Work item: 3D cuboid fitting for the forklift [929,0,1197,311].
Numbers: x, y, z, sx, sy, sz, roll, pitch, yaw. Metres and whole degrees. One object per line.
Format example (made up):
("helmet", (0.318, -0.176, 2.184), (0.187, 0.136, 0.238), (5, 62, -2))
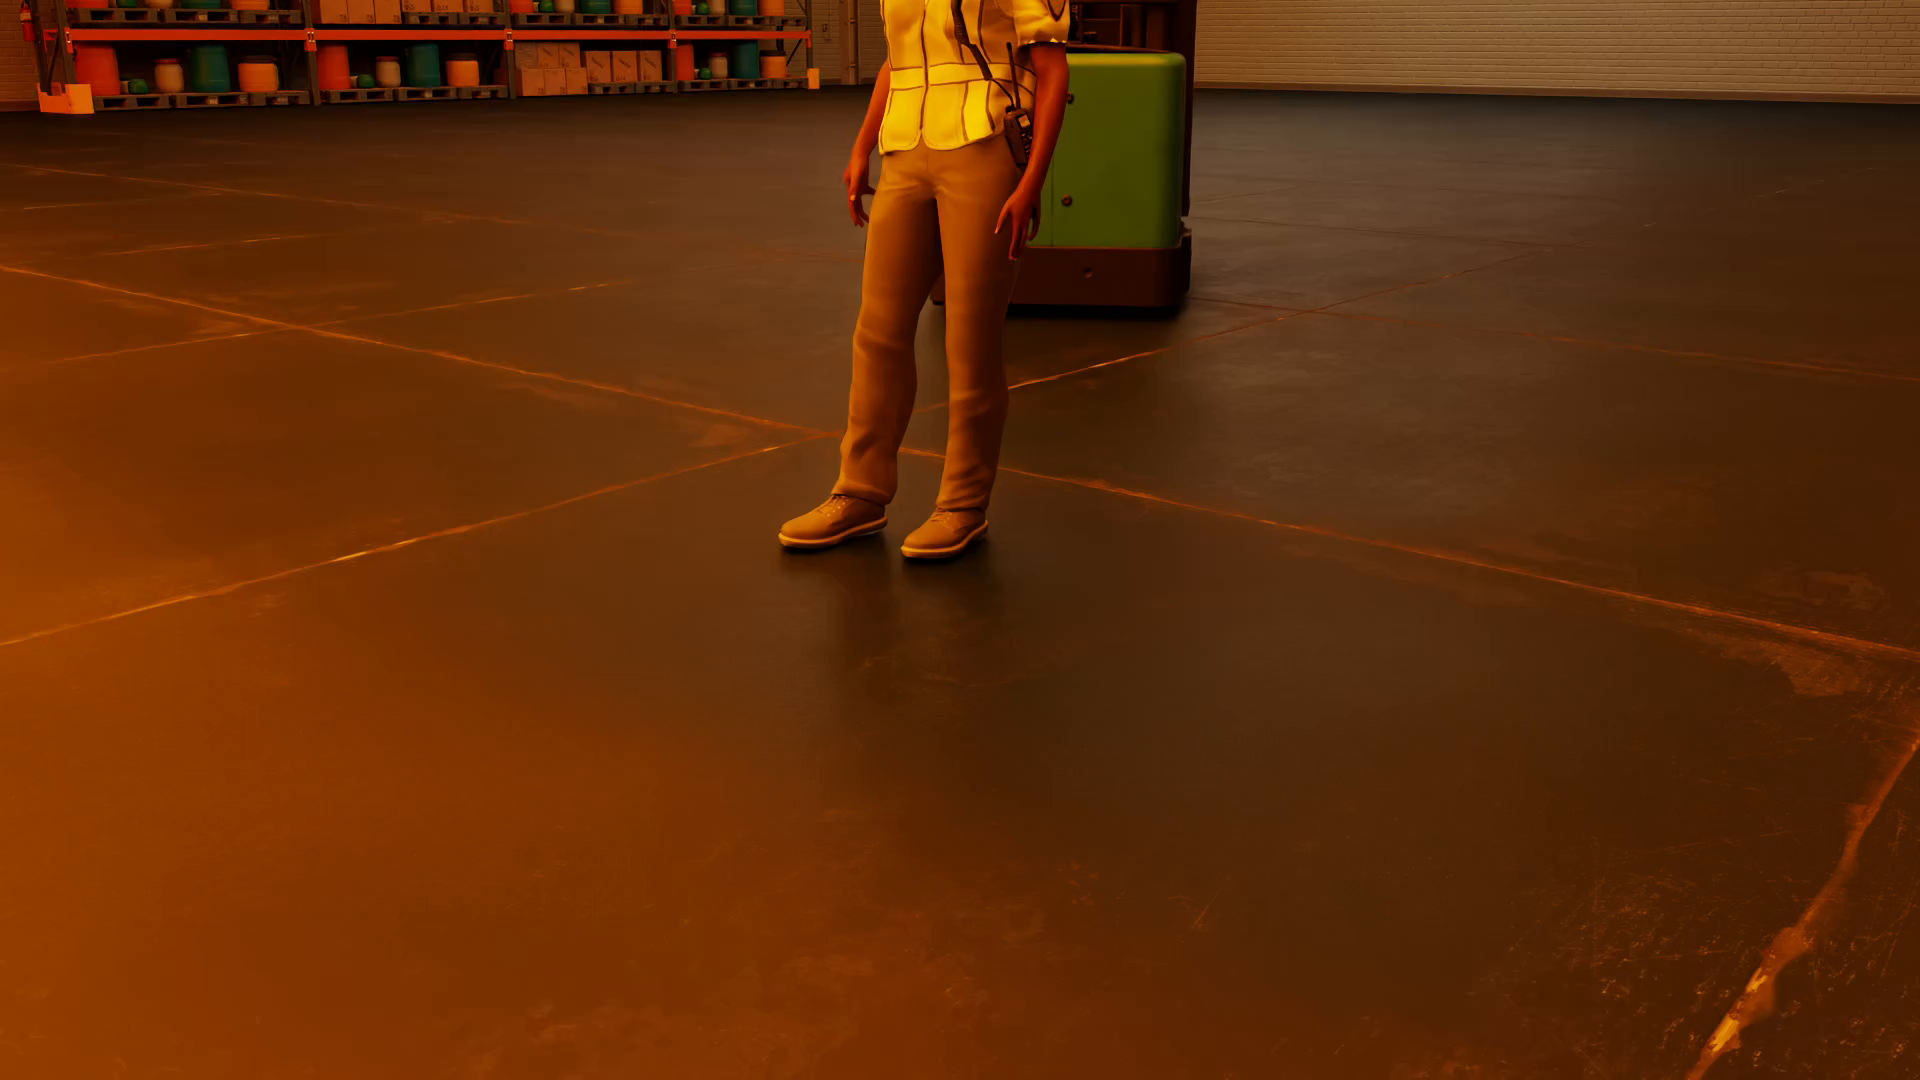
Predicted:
("forklift", (0.594, -2.747, 7.944), (1.130, 2.935, 3.031), (2, 17, 8))

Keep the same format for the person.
("person", (-0.063, -0.805, 3.651), (0.569, 1.695, 0.530), (13, 21, 37))
